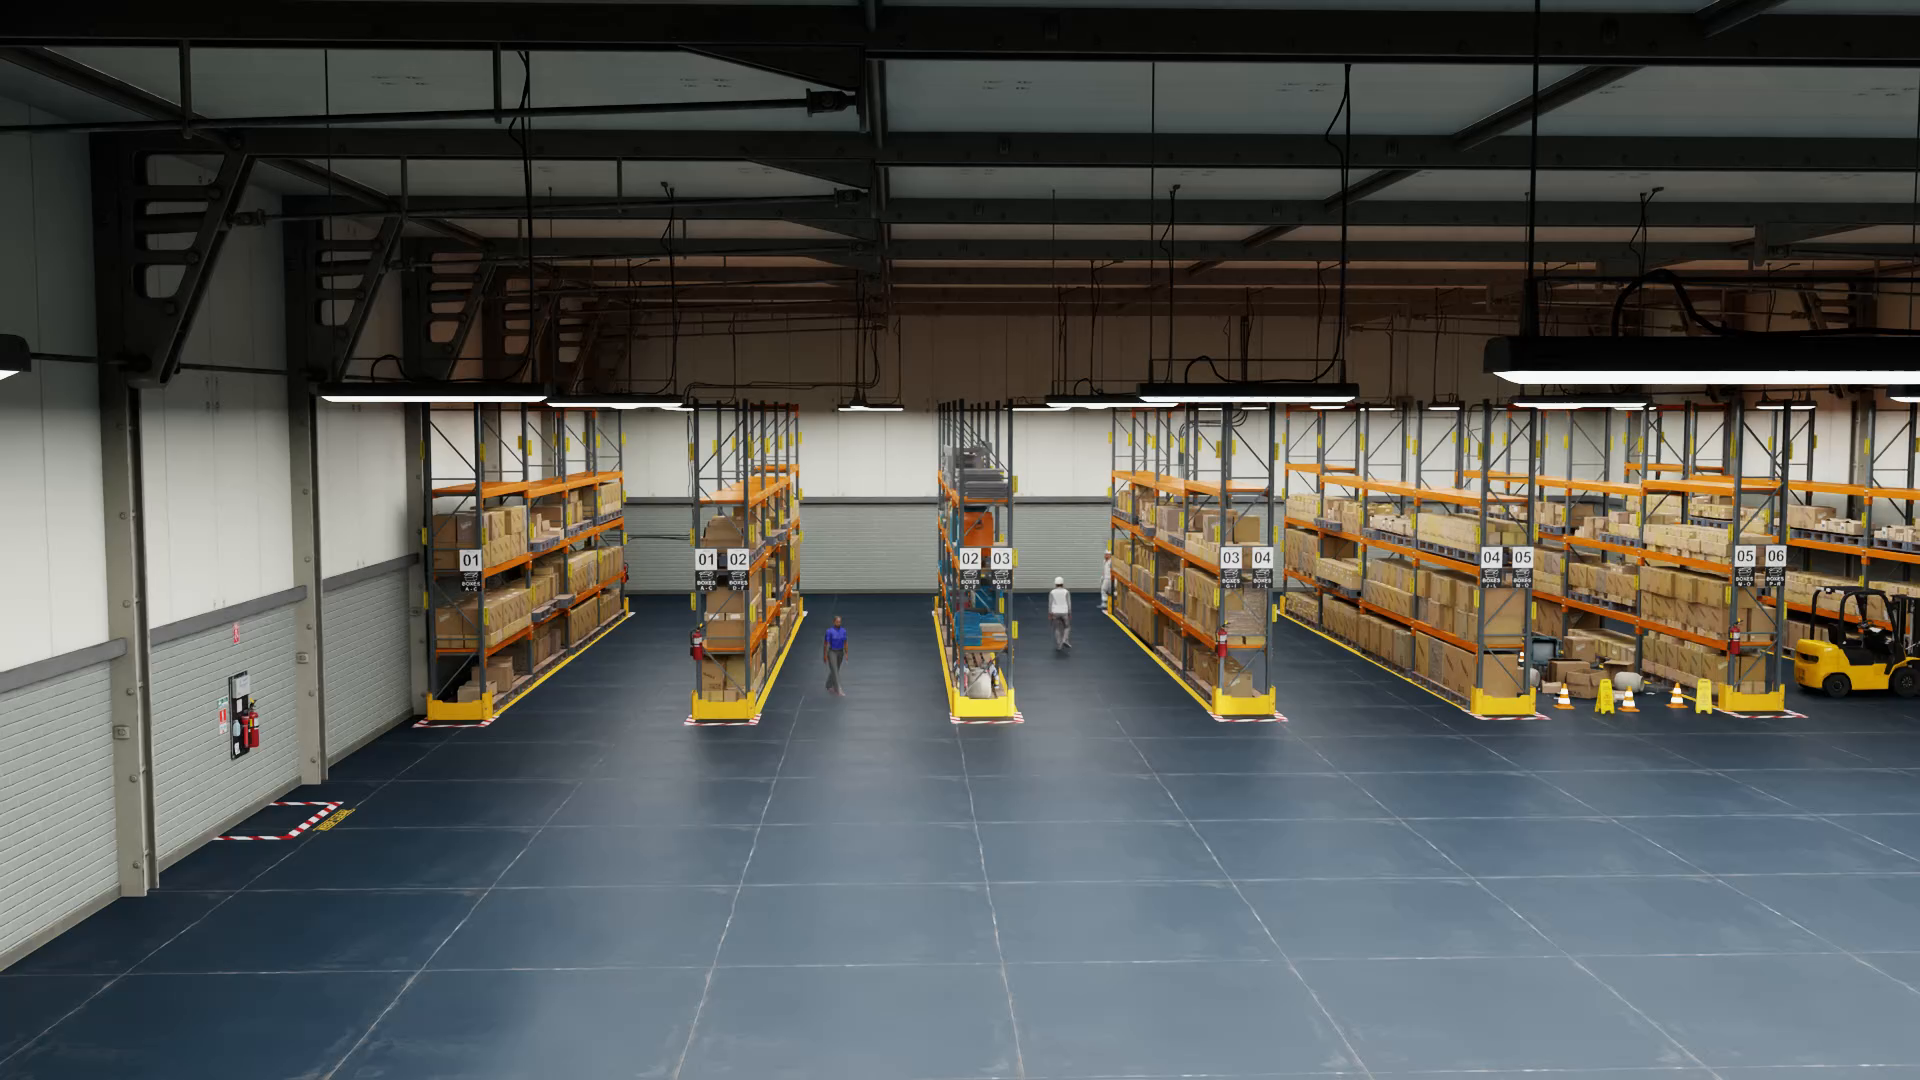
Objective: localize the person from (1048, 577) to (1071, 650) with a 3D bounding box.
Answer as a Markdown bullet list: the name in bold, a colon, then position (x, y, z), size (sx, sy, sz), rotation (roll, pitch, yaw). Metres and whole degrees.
- **person**: position (2.420, 1.783, 40.294), size (0.567, 1.773, 0.494), rotation (0, 4, 3)

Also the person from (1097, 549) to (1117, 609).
- **person**: position (4.404, 1.141, 48.750), size (0.808, 1.759, 0.522), rotation (0, 4, -2)

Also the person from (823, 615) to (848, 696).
- **person**: position (-2.504, 2.332, 33.770), size (0.487, 1.602, 0.988), rotation (-4, 6, -40)

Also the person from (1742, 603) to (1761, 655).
- **person**: position (17.242, 2.179, 36.101), size (0.466, 1.720, 0.580), rotation (-1, 4, -7)
